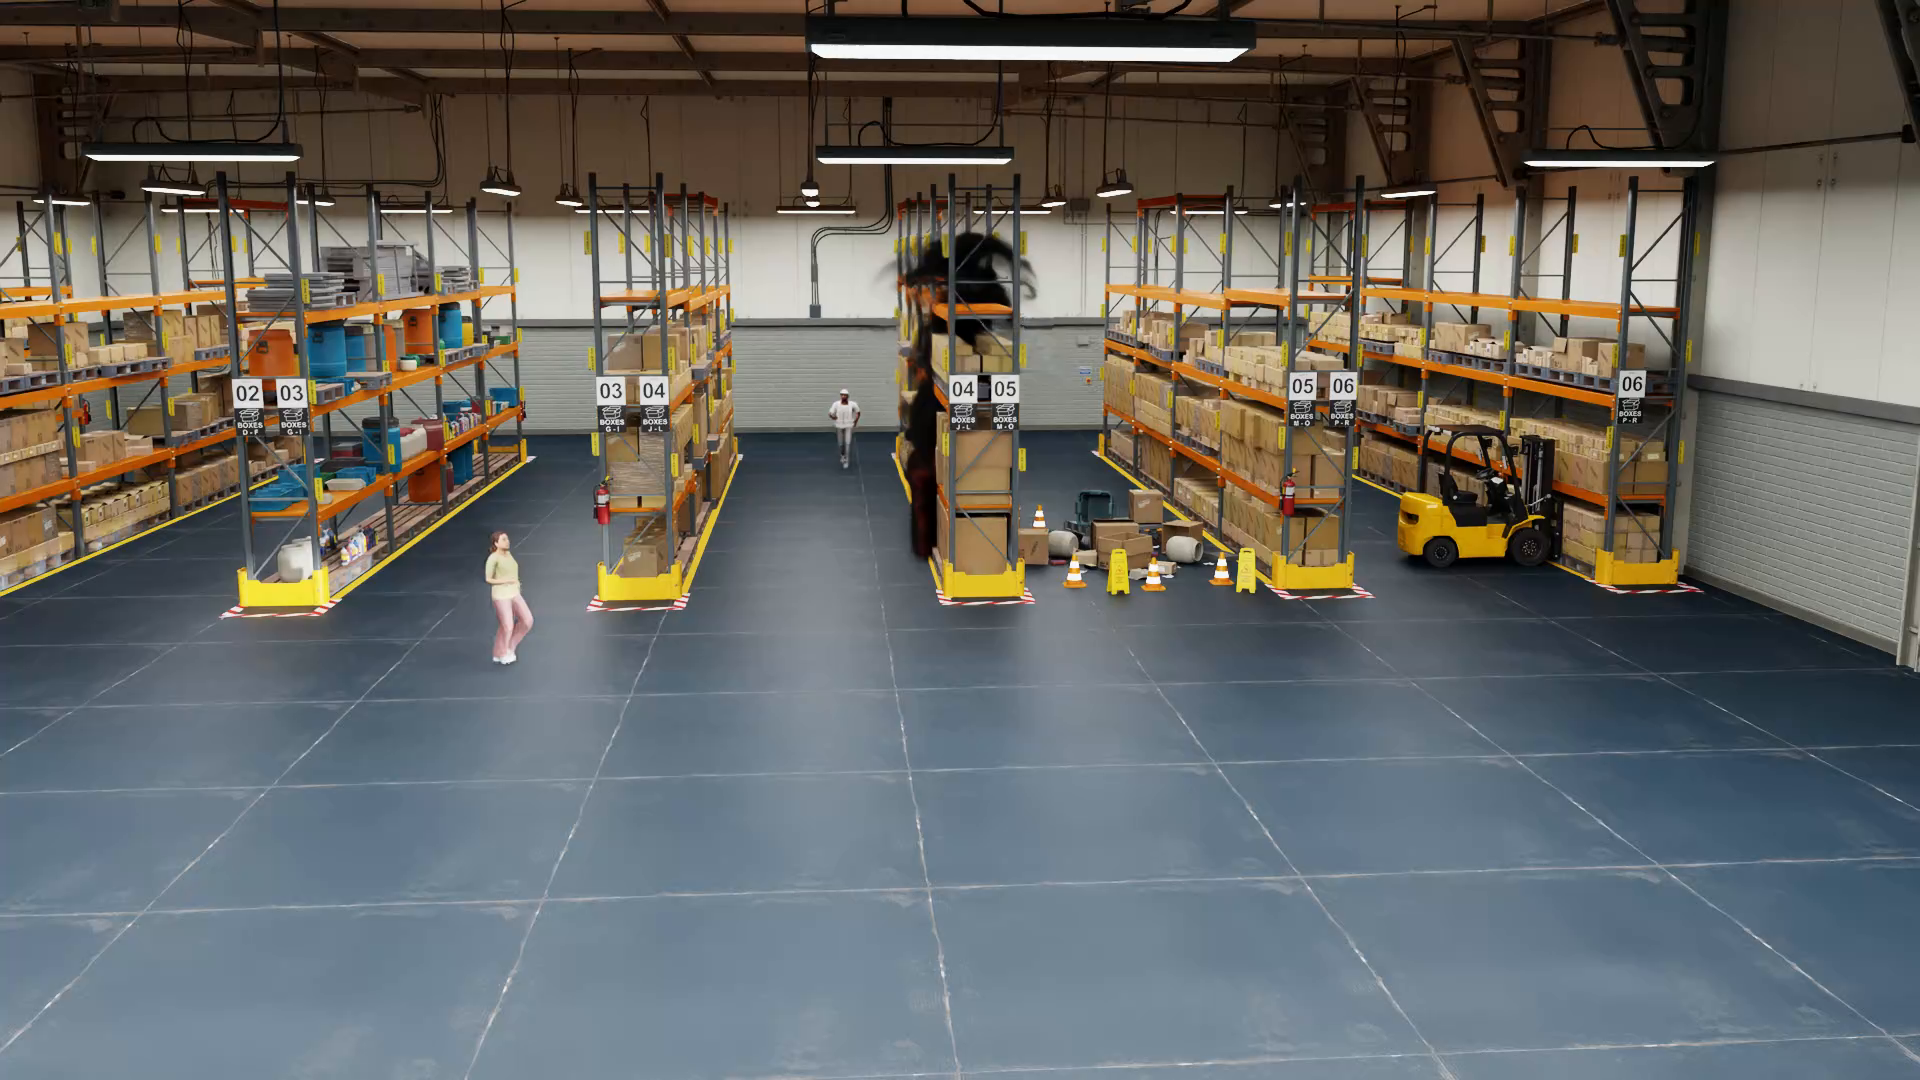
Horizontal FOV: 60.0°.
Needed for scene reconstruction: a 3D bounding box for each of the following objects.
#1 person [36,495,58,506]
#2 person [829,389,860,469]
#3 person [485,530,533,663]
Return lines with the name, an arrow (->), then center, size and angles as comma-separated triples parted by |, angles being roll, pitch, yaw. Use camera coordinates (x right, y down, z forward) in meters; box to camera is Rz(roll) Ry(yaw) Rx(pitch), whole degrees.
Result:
person -> -16.375, -1.103, 29.658 | 0.695, 1.781, 1.045 | -2, 10, -12
person -> -2.661, -2.563, 38.100 | 0.705, 1.780, 0.857 | 1, 10, 7
person -> -5.426, 0.690, 20.009 | 0.556, 1.631, 0.567 | 5, 11, 27
